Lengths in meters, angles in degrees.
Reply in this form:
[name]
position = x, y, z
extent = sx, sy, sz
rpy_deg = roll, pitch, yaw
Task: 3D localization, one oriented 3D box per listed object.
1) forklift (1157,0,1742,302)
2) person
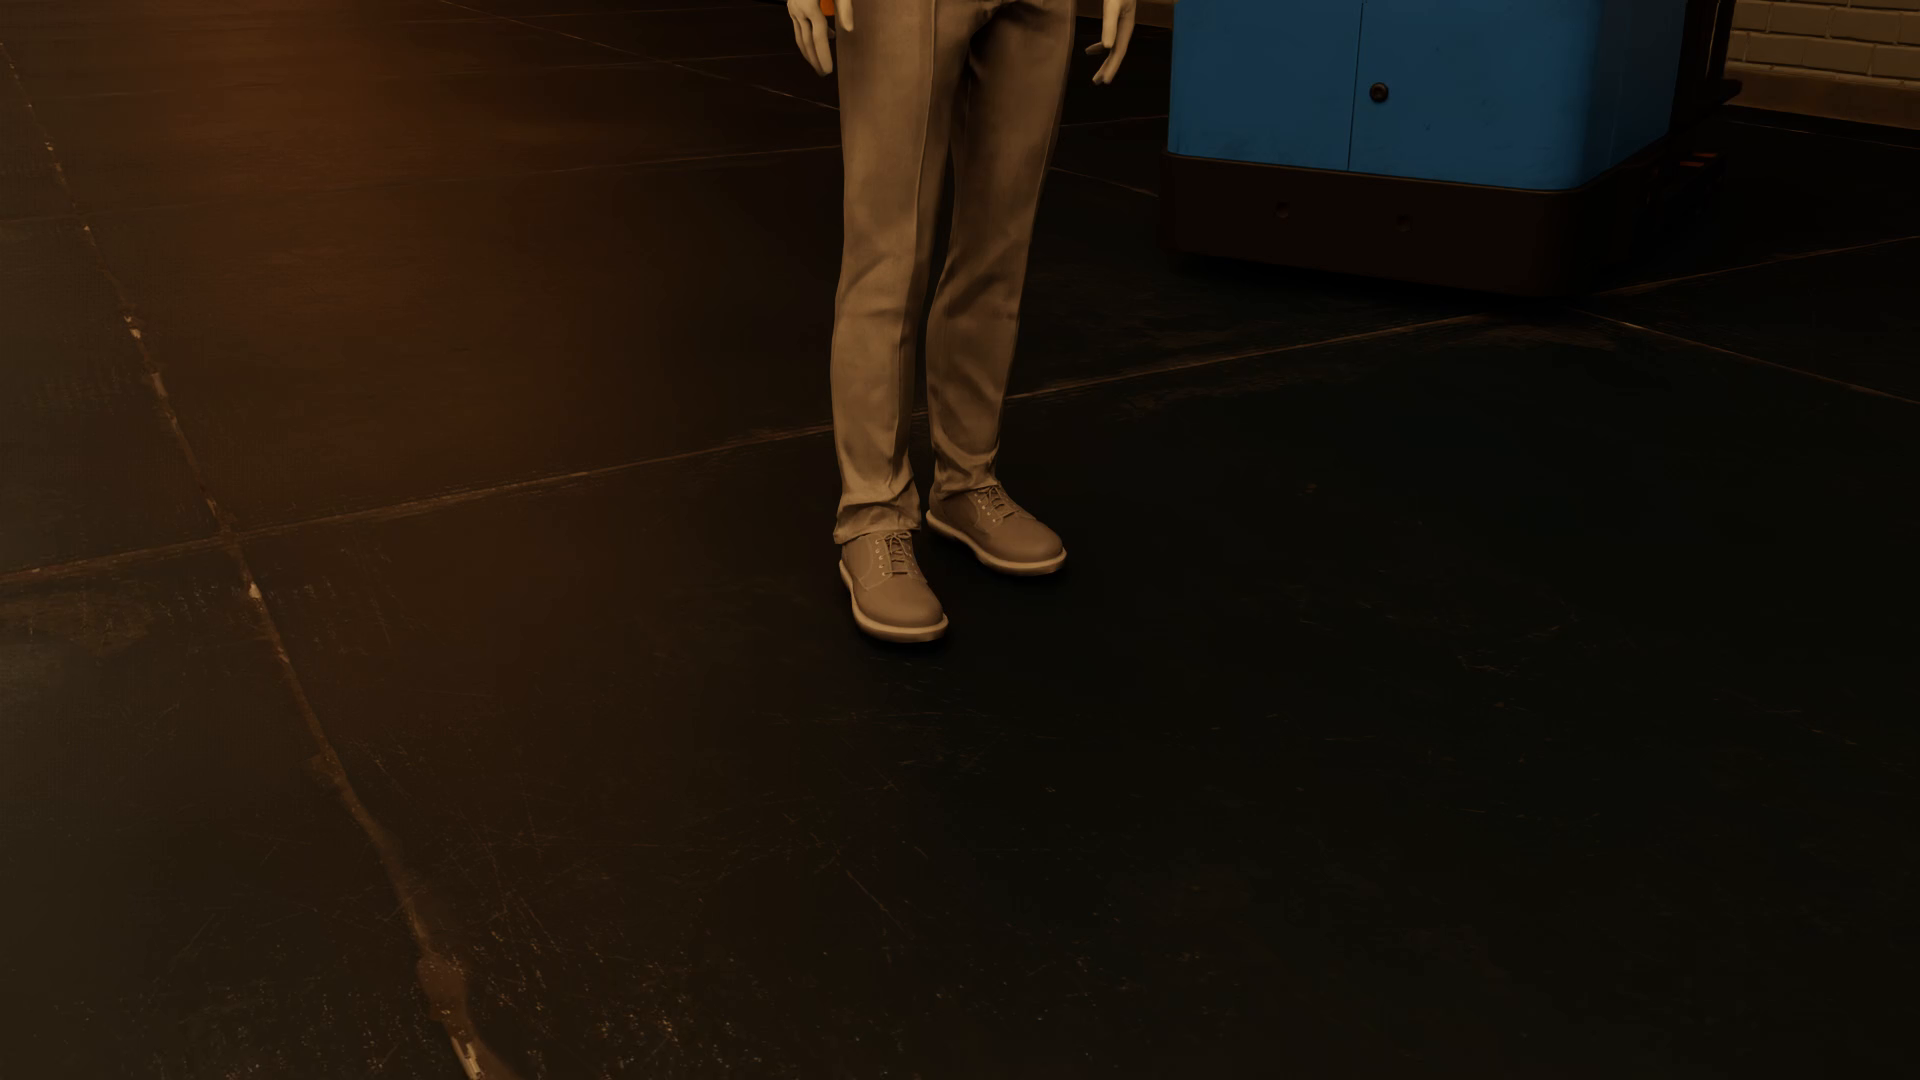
[forklift]
position = 1.729, -2.418, 4.666
extent = 1.130, 2.935, 3.031
rpy_deg = 14, 26, 30
[person]
position = 0.029, -0.766, 2.252
extent = 0.587, 1.694, 0.529
rpy_deg = -12, 25, -28
